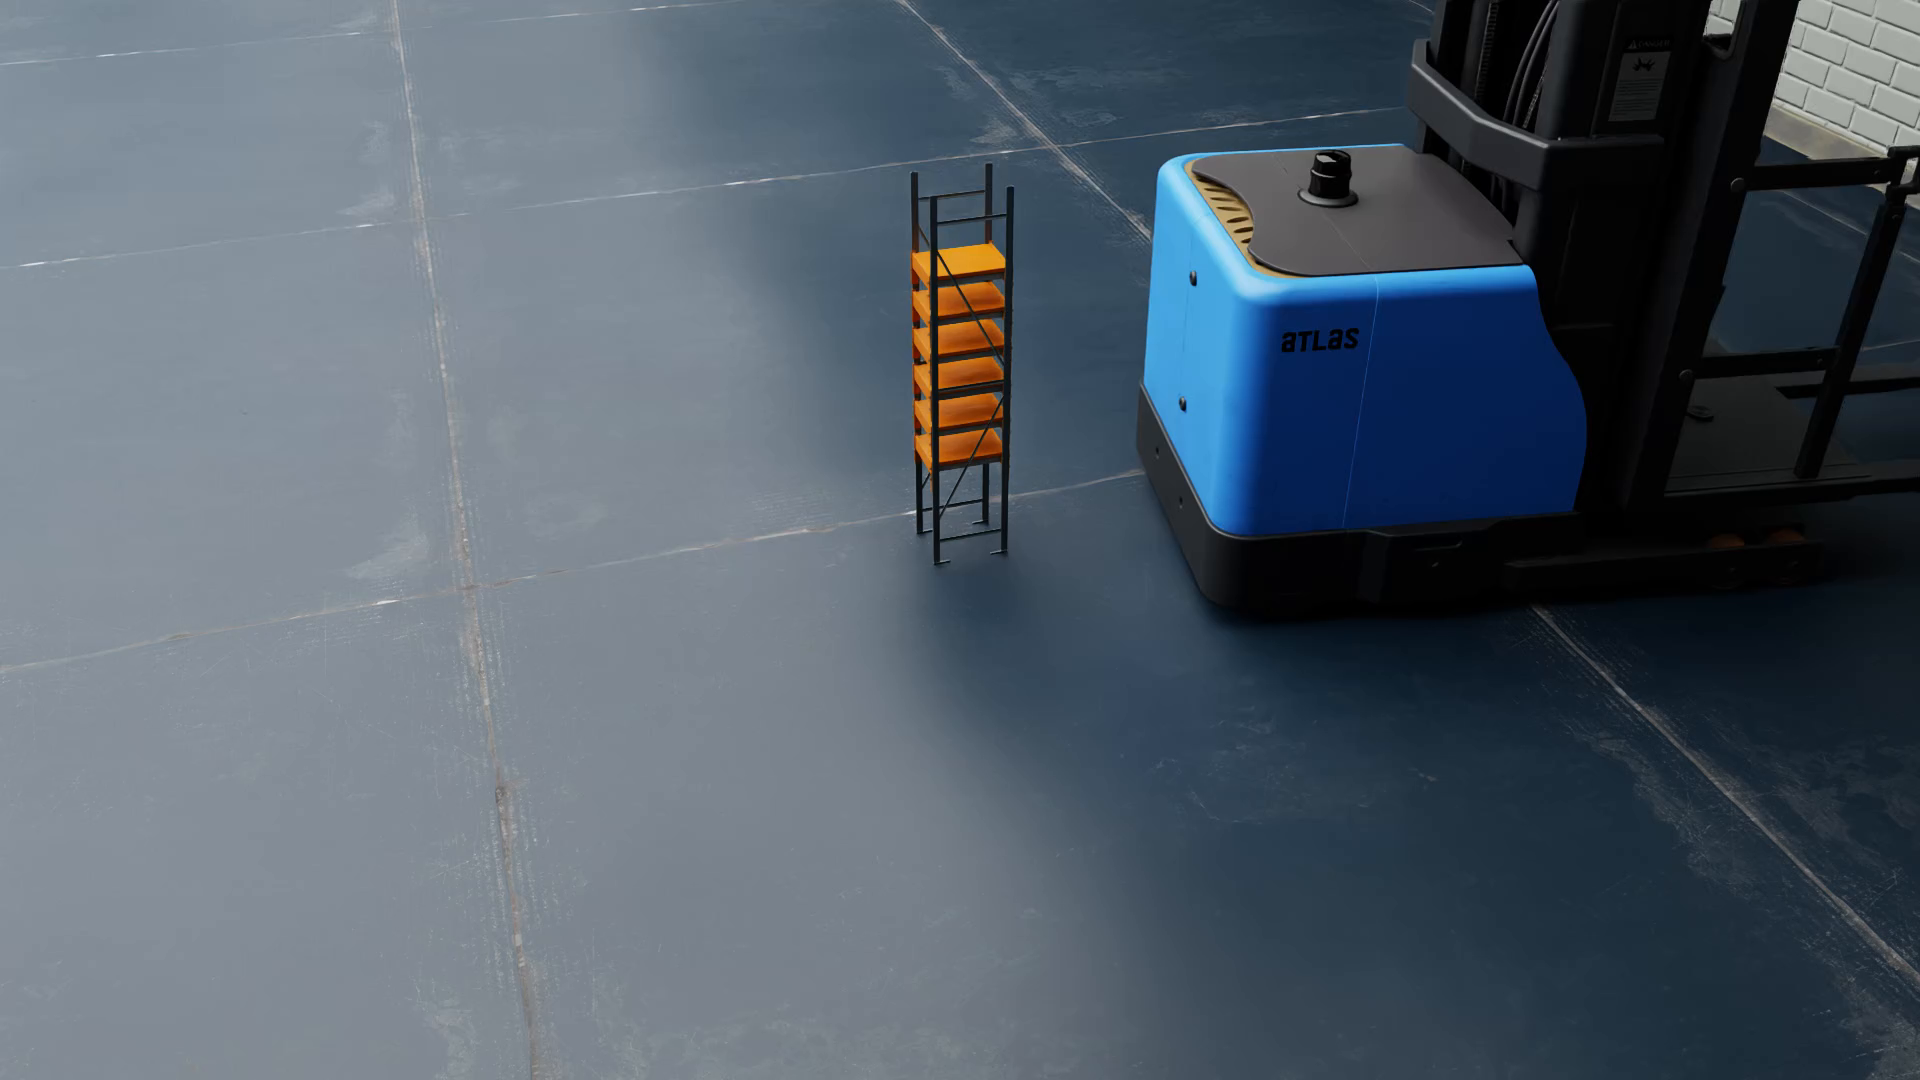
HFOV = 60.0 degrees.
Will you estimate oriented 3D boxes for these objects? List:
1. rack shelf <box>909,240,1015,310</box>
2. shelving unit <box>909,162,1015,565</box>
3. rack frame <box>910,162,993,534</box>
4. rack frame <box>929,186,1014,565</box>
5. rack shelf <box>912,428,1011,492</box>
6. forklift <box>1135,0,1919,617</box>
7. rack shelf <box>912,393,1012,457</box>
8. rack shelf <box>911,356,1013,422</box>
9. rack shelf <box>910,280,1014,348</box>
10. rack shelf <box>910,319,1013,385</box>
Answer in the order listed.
[{"bbox_3d":[0.004,-0.756,4.734,0.258,0.103,0.180,-10,35,-15],"label":"rack shelf"},{"bbox_3d":[0.004,-0.493,4.908,0.258,1.200,0.189,-10,35,-15],"label":"shelving unit"},{"bbox_3d":[-0.023,-0.541,4.980,0.240,1.200,0.006,-10,35,-15],"label":"rack frame"},{"bbox_3d":[0.032,-0.445,4.835,0.240,1.200,0.006,-10,35,-15],"label":"rack frame"},{"bbox_3d":[0.004,-0.256,5.065,0.258,0.103,0.180,-10,35,-15],"label":"rack shelf"},{"bbox_3d":[2.150,-1.359,4.648,3.031,2.935,1.130,-4,34,-7],"label":"forklift"},{"bbox_3d":[0.004,-0.356,4.998,0.258,0.103,0.180,-10,35,-15],"label":"rack shelf"},{"bbox_3d":[0.004,-0.456,4.932,0.258,0.103,0.180,-10,35,-15],"label":"rack shelf"},{"bbox_3d":[0.004,-0.656,4.800,0.258,0.103,0.180,-10,35,-15],"label":"rack shelf"},{"bbox_3d":[0.004,-0.556,4.866,0.258,0.103,0.180,-10,35,-15],"label":"rack shelf"}]
